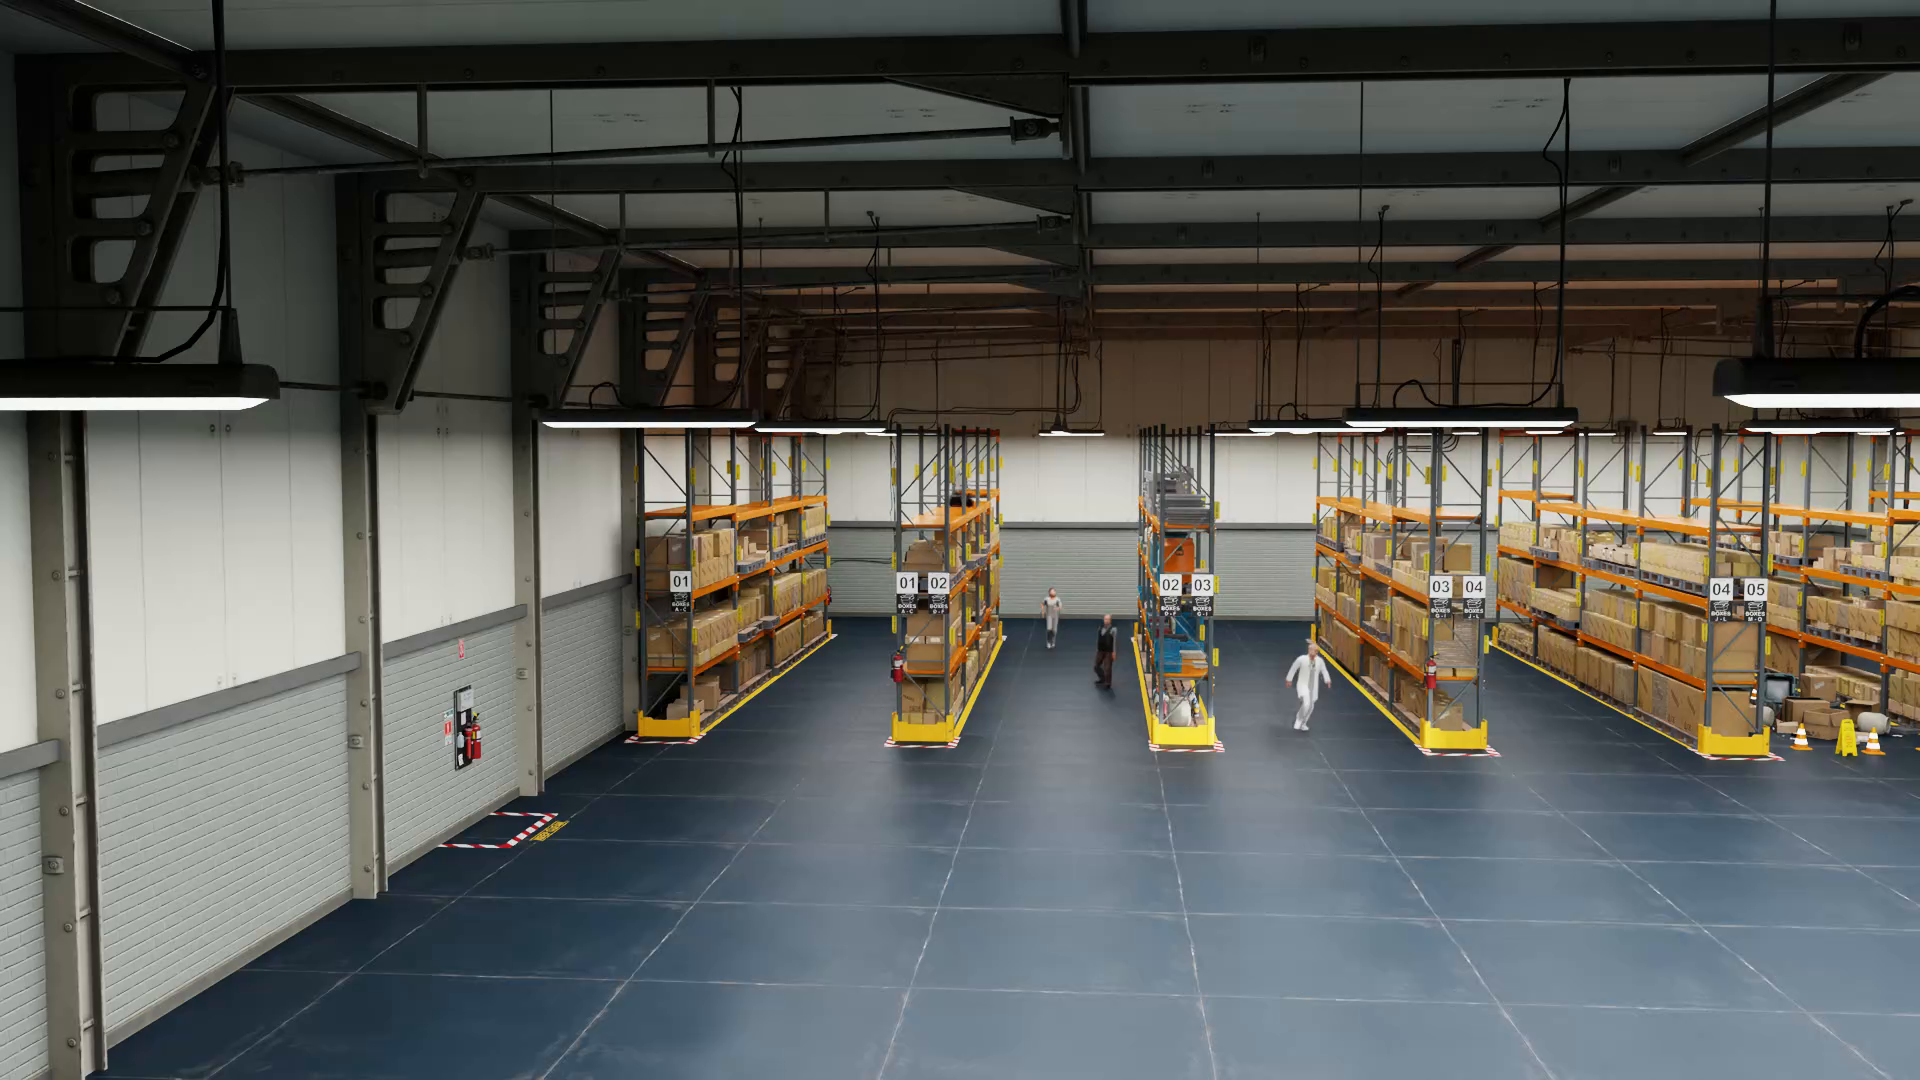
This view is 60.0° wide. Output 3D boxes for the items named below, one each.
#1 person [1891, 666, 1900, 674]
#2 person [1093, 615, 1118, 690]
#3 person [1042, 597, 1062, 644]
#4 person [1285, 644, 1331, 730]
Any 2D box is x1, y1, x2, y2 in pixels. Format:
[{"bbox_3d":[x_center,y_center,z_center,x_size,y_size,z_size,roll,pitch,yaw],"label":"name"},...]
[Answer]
[{"bbox_3d":[21.412,2.752,37.624,0.530,1.405,1.005,-1,4,-16],"label":"person"},{"bbox_3d":[3.336,2.567,37.956,0.652,1.745,0.475,3,4,38],"label":"person"},{"bbox_3d":[2.510,2.203,45.270,0.510,1.322,0.635,0,3,-5],"label":"person"},{"bbox_3d":[6.817,2.875,32.362,0.704,1.724,0.827,-1,4,-15],"label":"person"}]
